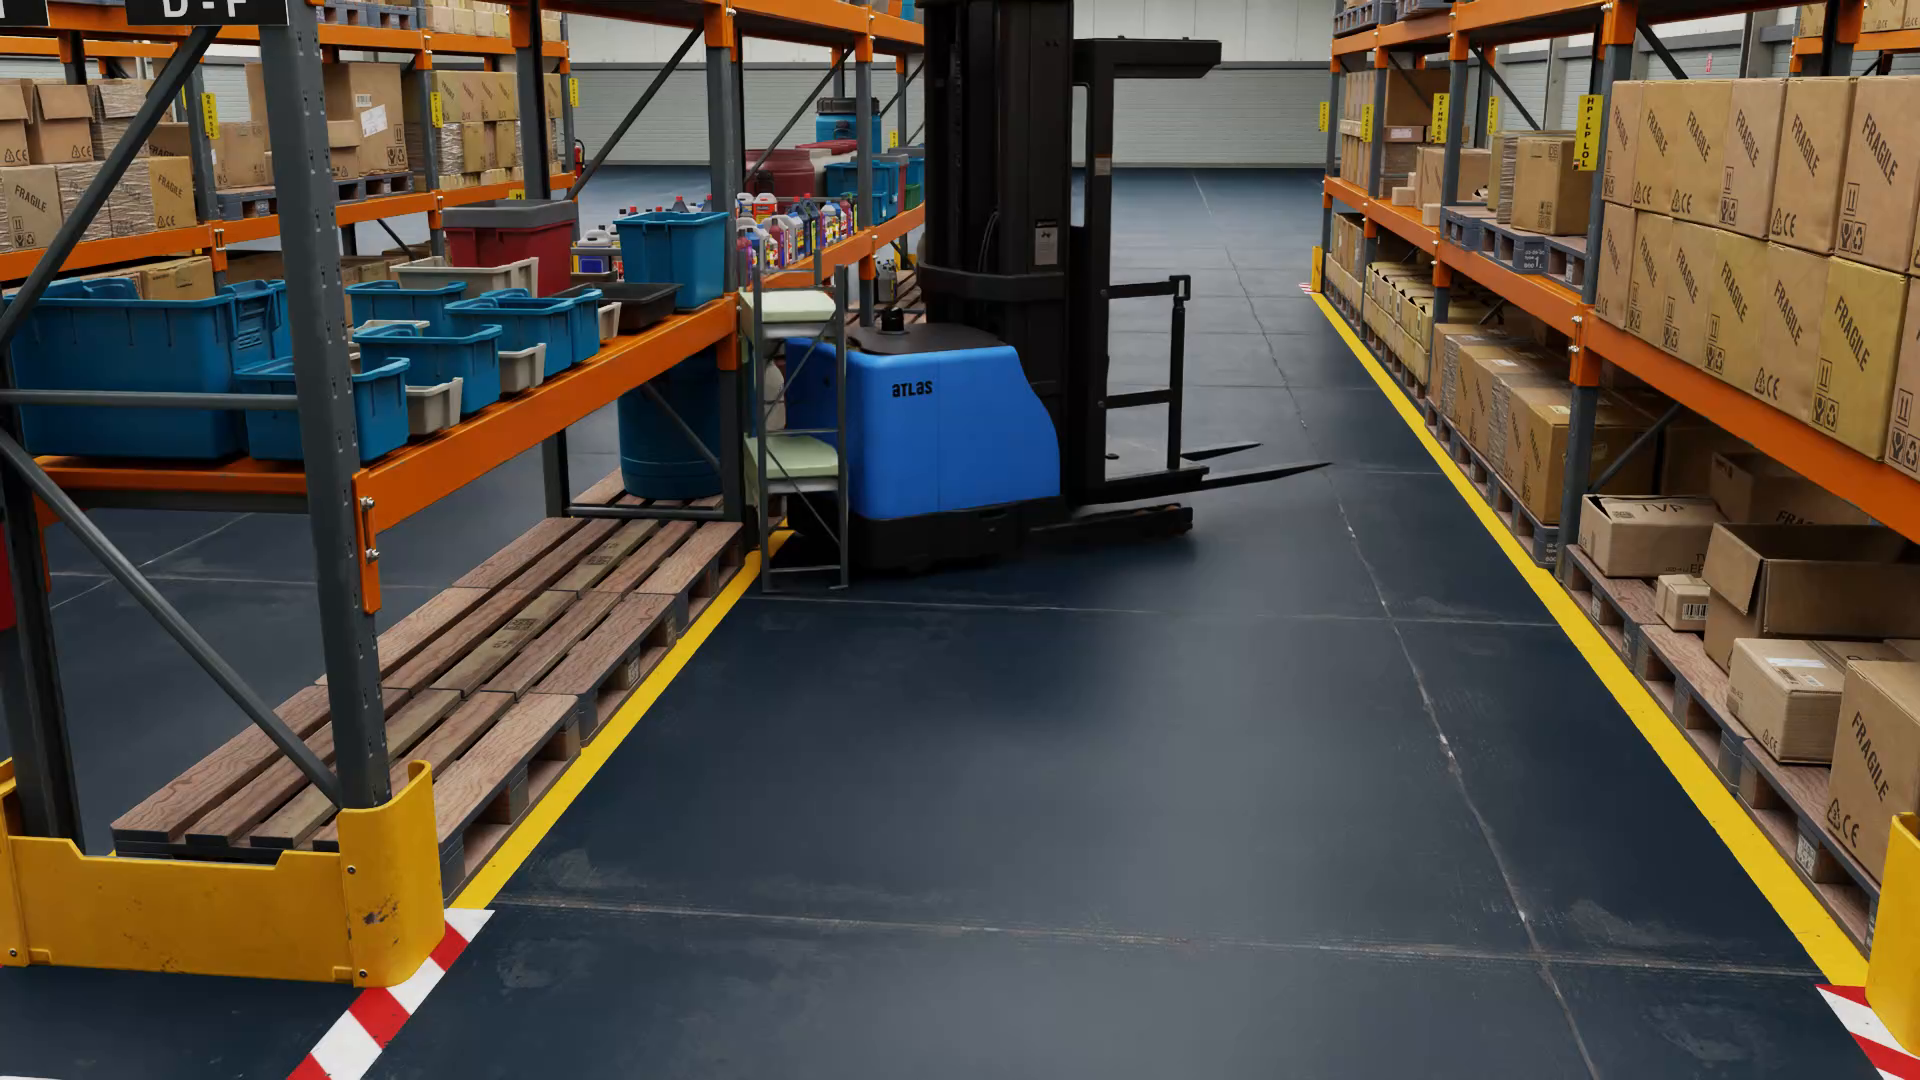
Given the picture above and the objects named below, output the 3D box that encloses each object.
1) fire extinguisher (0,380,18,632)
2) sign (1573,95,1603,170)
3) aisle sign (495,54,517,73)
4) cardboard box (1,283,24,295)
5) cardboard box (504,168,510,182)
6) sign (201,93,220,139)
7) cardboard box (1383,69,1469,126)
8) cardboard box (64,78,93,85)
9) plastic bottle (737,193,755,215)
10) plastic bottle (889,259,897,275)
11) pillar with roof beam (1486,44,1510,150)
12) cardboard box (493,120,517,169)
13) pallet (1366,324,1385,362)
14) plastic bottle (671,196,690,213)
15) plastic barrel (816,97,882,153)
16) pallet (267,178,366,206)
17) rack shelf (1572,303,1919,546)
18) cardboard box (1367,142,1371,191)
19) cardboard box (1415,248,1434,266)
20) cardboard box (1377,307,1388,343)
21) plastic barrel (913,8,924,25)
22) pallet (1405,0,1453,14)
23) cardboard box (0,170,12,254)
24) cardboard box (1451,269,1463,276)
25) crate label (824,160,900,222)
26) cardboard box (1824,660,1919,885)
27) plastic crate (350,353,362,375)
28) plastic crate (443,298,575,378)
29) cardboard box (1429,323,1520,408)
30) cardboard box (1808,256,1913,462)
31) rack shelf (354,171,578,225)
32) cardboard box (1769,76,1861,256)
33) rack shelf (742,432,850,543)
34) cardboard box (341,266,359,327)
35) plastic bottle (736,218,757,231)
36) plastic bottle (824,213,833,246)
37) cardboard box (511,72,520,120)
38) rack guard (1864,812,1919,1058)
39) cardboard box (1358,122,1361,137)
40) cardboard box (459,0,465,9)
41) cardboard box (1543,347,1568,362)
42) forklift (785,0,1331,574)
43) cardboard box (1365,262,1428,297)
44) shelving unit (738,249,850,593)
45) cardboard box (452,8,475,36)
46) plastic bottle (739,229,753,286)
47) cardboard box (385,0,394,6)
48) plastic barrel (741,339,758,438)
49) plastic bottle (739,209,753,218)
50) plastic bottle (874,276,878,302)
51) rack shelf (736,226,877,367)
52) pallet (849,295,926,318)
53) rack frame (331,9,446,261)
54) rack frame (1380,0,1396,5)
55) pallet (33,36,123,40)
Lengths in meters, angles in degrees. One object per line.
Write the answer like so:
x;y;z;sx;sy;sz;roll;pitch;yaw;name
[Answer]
-2.499;-0.102;4.155;0.296;0.674;0.183;2;15;6;fire extinguisher
2.791;-1.810;7.391;0.100;0.325;0.005;2;15;6;sign
-5.437;-5.920;19.830;0.394;0.787;0.004;2;15;6;aisle sign
-6.348;-1.104;10.263;1.225;0.875;0.875;1;15;4;cardboard box
-5.135;-3.984;18.132;0.380;0.149;0.250;2;15;6;cardboard box
-5.497;-3.109;12.196;0.100;0.325;0.005;2;15;6;sign
4.289;-4.100;15.402;0.700;0.500;0.500;2;15;7;cardboard box
-10.242;-4.884;18.620;0.875;0.550;0.500;2;15;6;cardboard box
-1.497;-2.257;11.501;0.152;0.276;0.135;2;15;6;plastic bottle
-0.739;-2.929;18.131;0.097;0.271;0.097;0;15;0;plastic bottle
8.830;-13.243;40.399;9.100;9.000;0.400;2;15;6;pillar with roof beam
-5.340;-4.300;18.055;0.875;0.500;0.500;2;15;6;cardboard box
4.201;-1.772;14.811;1.003;0.211;1.213;2;15;6;pallet
-1.676;-1.892;10.008;0.144;0.351;0.185;2;15;6;plastic bottle
-1.021;-3.608;15.298;0.600;0.901;0.708;2;15;6;plastic barrel
-5.866;-2.988;14.332;1.003;0.211;1.213;2;15;6;pallet
3.117;-0.370;5.660;1.077;0.370;4.000;2;15;6;rack shelf
4.342;-3.611;16.078;0.700;0.500;0.500;2;15;6;cardboard box
4.609;-2.659;15.775;0.500;0.500;0.500;2;15;6;cardboard box
3.839;-1.821;14.115;0.500;0.250;0.500;1;15;5;cardboard box
-0.592;-4.839;14.105;0.600;0.901;0.600;0;15;0;plastic barrel
3.782;-3.808;11.615;1.213;0.211;1.003;2;15;9;pallet
-6.087;-1.949;9.930;0.500;0.500;0.500;1;15;5;cardboard box
4.432;-2.208;14.469;0.500;0.311;0.500;2;15;8;cardboard box
-0.746;-2.687;12.783;0.502;0.435;0.616;2;15;6;crate label
2.708;0.648;4.465;0.500;0.500;0.500;2;15;6;cardboard box
-2.071;-0.538;5.296;0.396;0.136;0.243;2;15;6;plastic crate
-1.527;-0.689;5.669;0.416;0.233;0.300;2;15;6;plastic crate
3.459;-1.169;11.185;0.500;0.500;0.500;2;15;9;cardboard box
2.726;-0.505;4.592;0.500;0.500;0.500;2;15;7;cardboard box
-5.372;-3.775;18.253;1.077;0.370;4.000;2;15;6;rack shelf
2.778;-1.118;4.944;0.500;0.500;0.500;2;15;8;cardboard box
-0.796;-0.271;7.976;0.431;0.370;0.720;-3;16;-12;rack shelf
-5.823;-2.182;14.931;0.700;0.500;0.500;0;15;1;cardboard box
-1.195;-1.676;9.351;0.152;0.276;0.135;2;15;6;plastic bottle
-0.861;-1.991;10.659;0.097;0.201;0.097;0;15;0;plastic bottle
-5.072;-4.906;18.381;0.500;0.500;0.500;2;15;6;cardboard box
2.900;0.989;4.047;1.175;0.500;0.348;2;15;6;rack guard
4.235;-4.147;16.817;0.380;0.149;0.250;2;15;8;cardboard box
-5.255;-5.452;16.856;0.380;0.149;0.250;2;15;8;cardboard box
3.863;-0.895;10.171;0.500;0.500;0.500;1;15;4;cardboard box
0.633;-1.514;8.646;3.031;2.935;1.130;-9;17;-29;forklift
3.951;-2.357;15.020;0.500;0.311;0.500;2;15;6;cardboard box
-0.795;-0.585;7.889;0.431;1.500;0.755;-3;16;-12;shelving unit
-5.237;-5.225;16.780;0.500;0.250;0.500;2;15;6;cardboard box
-1.098;-1.443;8.476;0.061;0.283;0.133;2;15;6;plastic bottle
-5.727;-5.331;16.406;0.380;0.149;0.250;2;15;7;cardboard box
-1.420;-0.896;9.446;0.600;0.901;0.708;2;15;6;plastic barrel
-1.424;-2.102;11.071;0.097;0.201;0.097;0;15;0;plastic bottle
-0.890;-2.566;16.639;0.144;0.351;0.185;1;15;5;plastic bottle
-1.353;-1.554;10.040;1.077;0.370;4.000;2;15;6;rack shelf
-0.559;-2.284;16.705;1.003;0.211;1.213;2;15;6;pallet
-5.597;-3.603;16.241;1.000;3.000;0.127;2;15;6;rack frame
4.245;-6.206;14.375;1.000;3.000;0.127;2;15;6;rack frame
-10.136;-6.025;19.622;1.003;0.211;1.213;2;15;6;pallet
